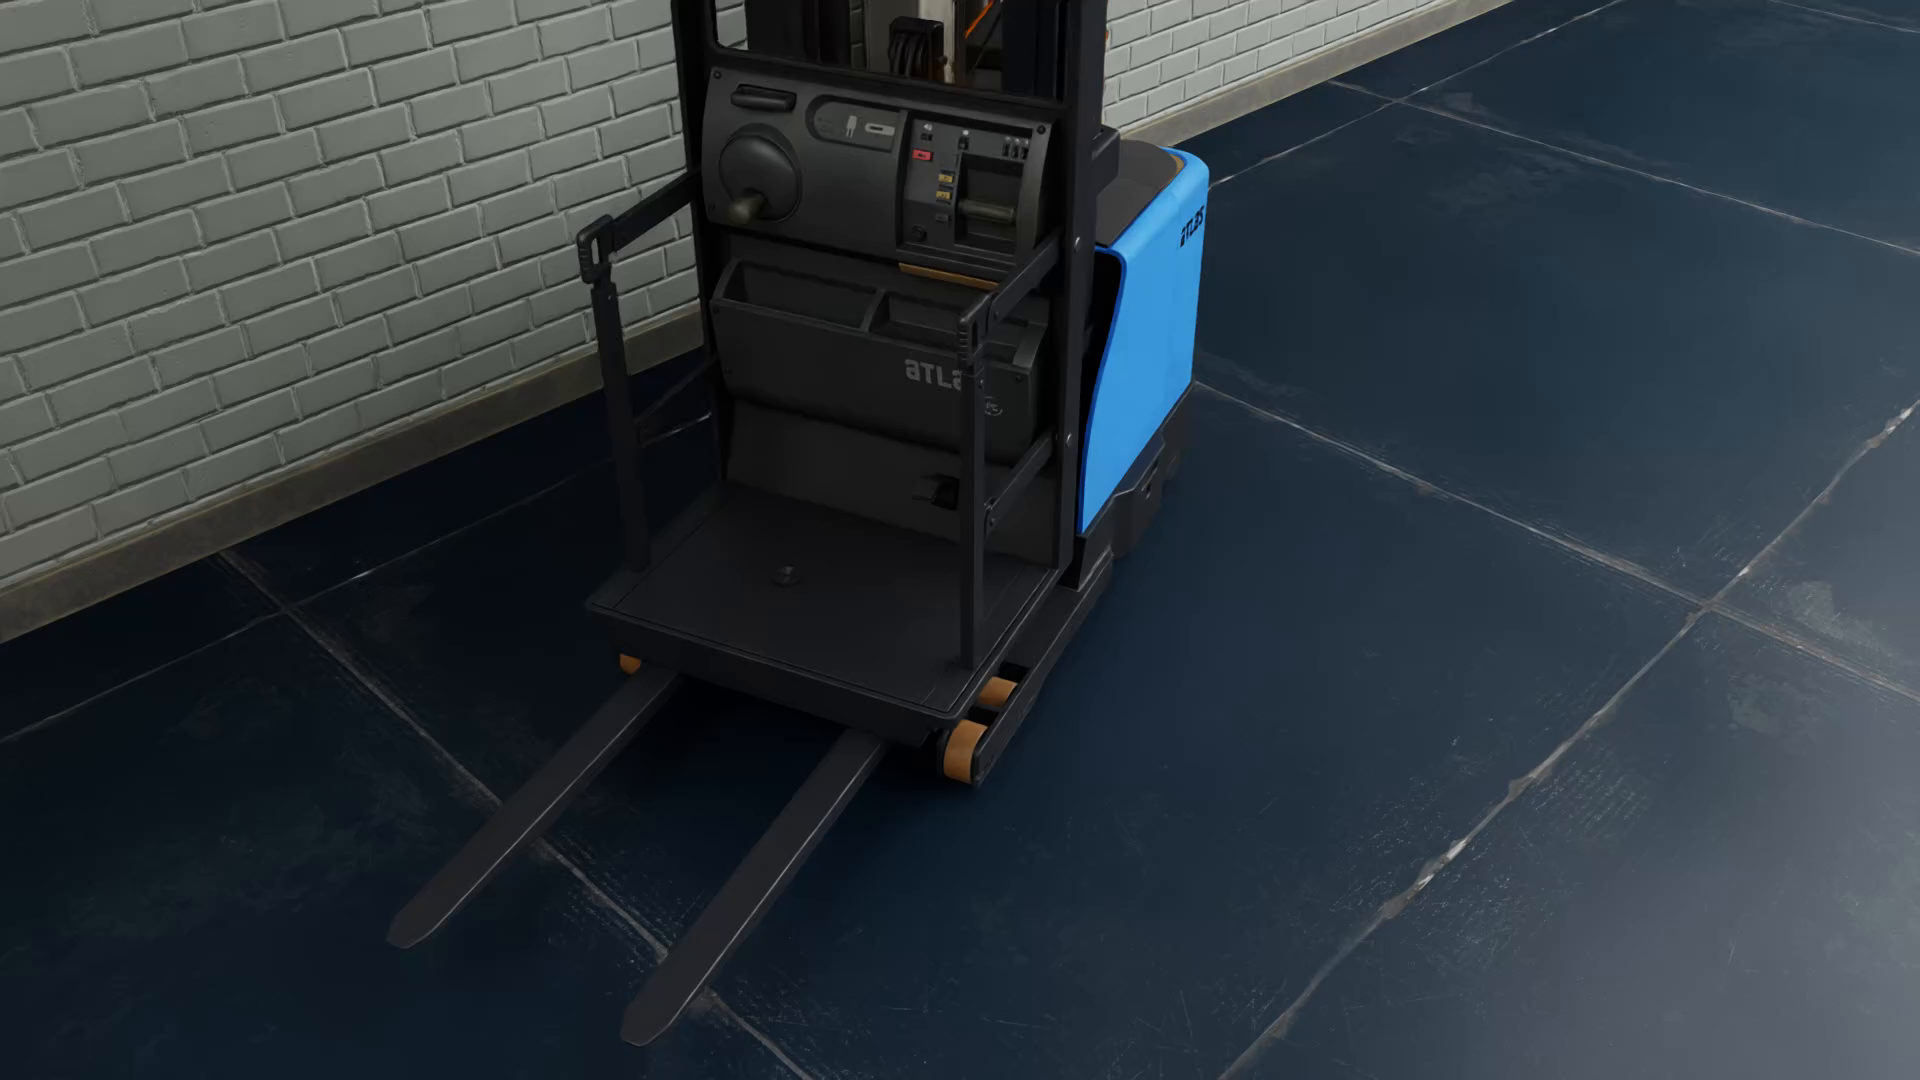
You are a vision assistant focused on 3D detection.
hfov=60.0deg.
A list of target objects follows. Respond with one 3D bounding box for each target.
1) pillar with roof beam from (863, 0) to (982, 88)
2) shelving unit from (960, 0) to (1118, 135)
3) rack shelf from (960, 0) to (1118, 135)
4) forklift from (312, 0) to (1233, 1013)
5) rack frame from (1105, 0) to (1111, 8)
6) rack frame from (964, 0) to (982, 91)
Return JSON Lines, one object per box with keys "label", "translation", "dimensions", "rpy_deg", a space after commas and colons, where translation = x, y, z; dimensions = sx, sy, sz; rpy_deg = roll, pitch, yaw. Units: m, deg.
{"label": "pillar with roof beam", "translation": [2.936, -3.092, 1.818], "dimensions": [9.100, 9.000, 0.400], "rpy_deg": [30, 45, 35]}
{"label": "shelving unit", "translation": [0.270, -1.529, 5.604], "dimensions": [0.431, 2.100, 0.503], "rpy_deg": [9, 36, 12]}
{"label": "rack shelf", "translation": [0.270, -1.518, 5.612], "dimensions": [0.431, 0.518, 0.480], "rpy_deg": [9, 36, 12]}
{"label": "forklift", "translation": [-0.375, -0.873, 3.940], "dimensions": [1.130, 2.935, 3.031], "rpy_deg": [20, 39, 26]}
{"label": "rack frame", "translation": [0.333, -1.663, 5.798], "dimensions": [0.400, 2.100, 0.015], "rpy_deg": [9, 36, 12]}
{"label": "rack frame", "translation": [0.207, -1.394, 5.411], "dimensions": [0.400, 2.100, 0.015], "rpy_deg": [9, 36, 12]}
